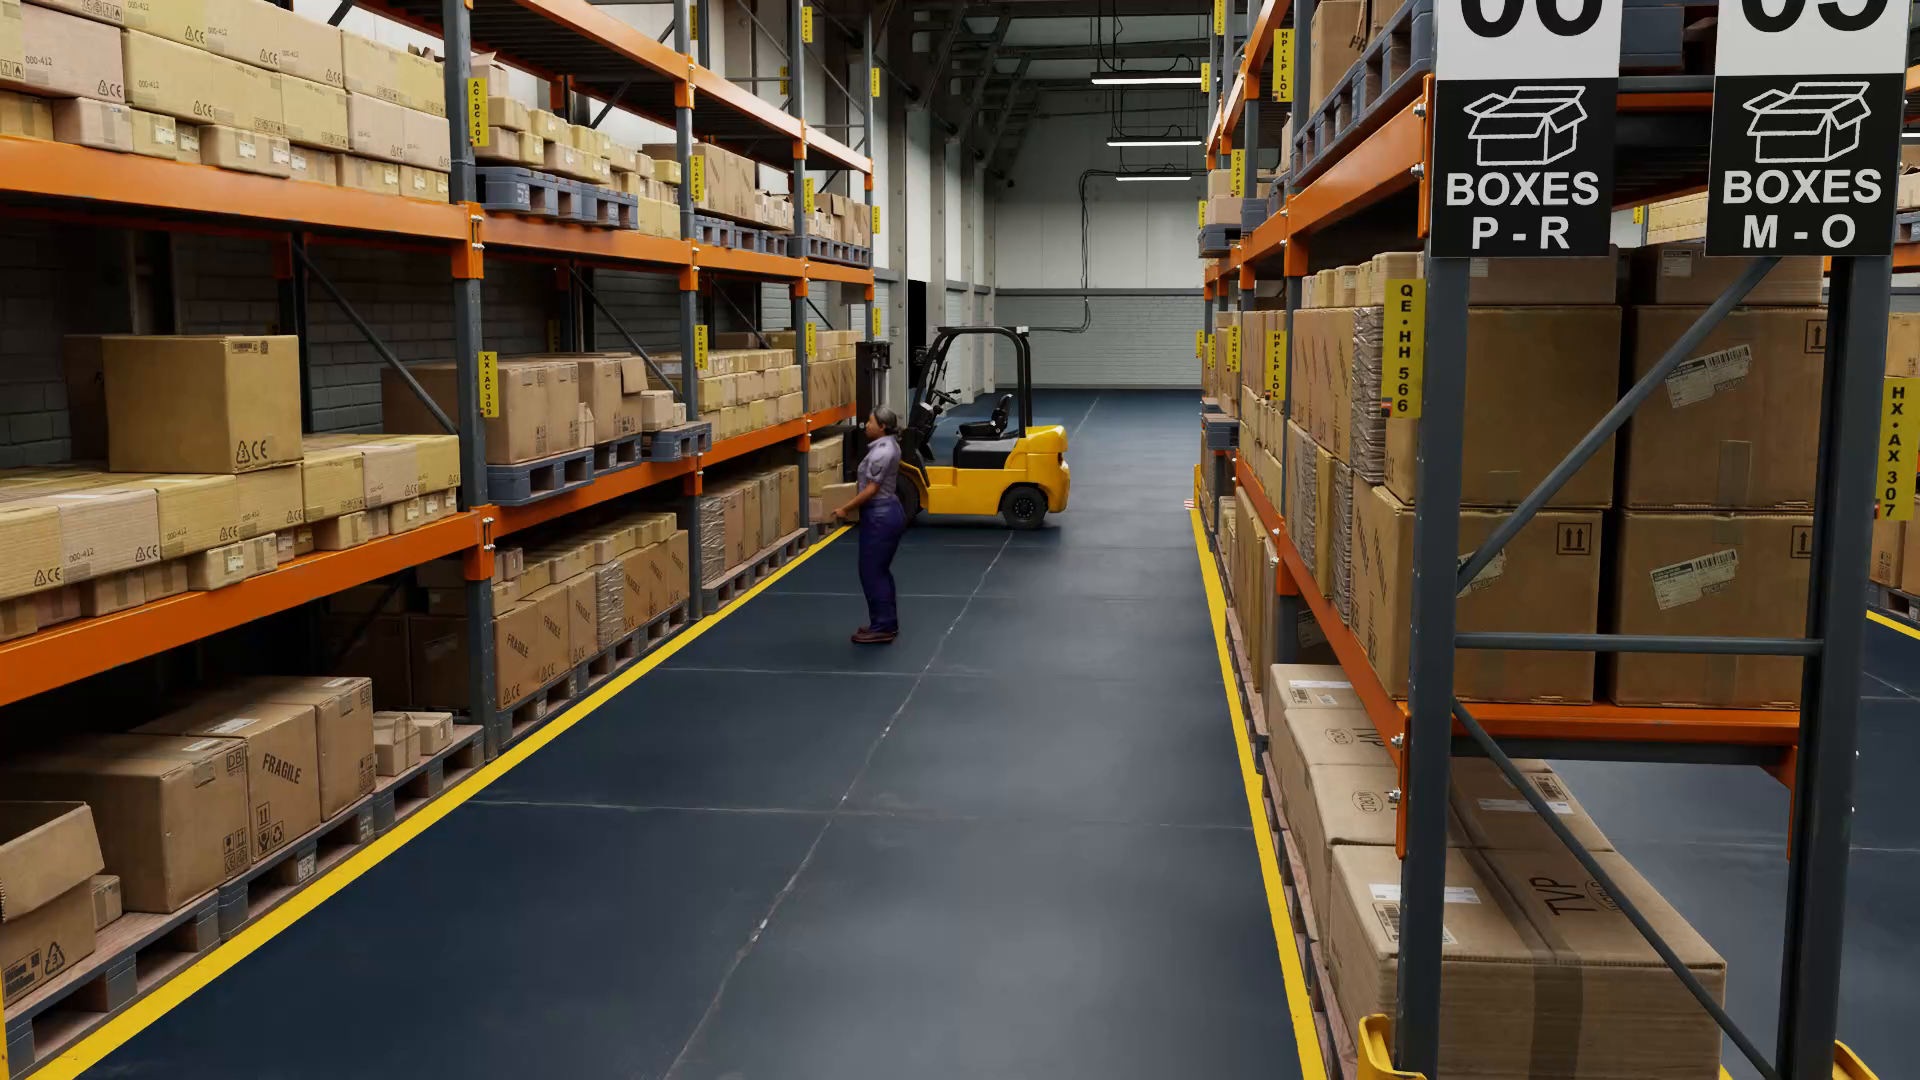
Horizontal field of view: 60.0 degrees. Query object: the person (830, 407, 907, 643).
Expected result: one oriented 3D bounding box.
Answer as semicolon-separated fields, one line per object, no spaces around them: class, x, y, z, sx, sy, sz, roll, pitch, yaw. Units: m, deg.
person;-0.643;-0.115;11.697;0.511;1.647;0.471;1;8;6
